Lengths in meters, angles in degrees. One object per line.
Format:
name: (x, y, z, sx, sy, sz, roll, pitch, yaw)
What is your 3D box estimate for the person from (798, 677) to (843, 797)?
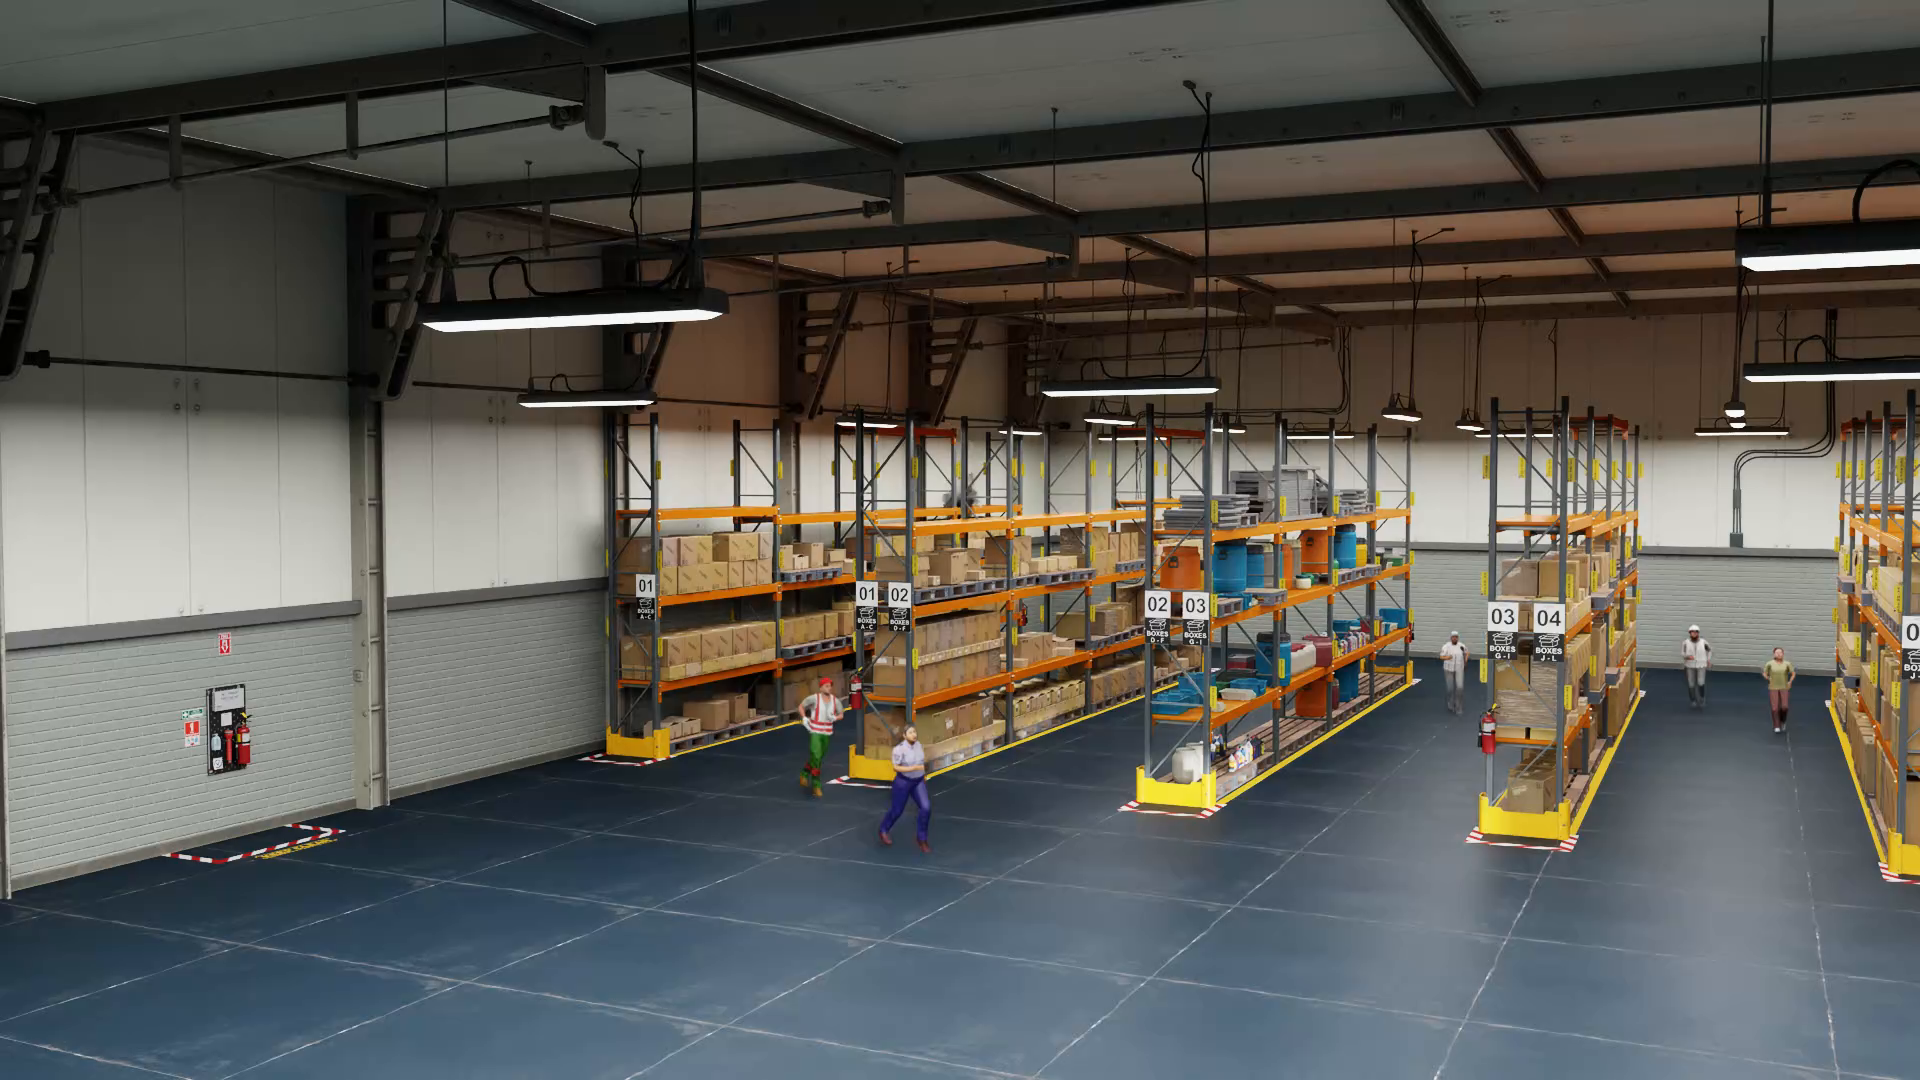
person: (-2.151, 3.044, 25.913, 0.672, 1.822, 0.858, -1, 3, -31)

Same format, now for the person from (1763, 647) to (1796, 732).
person: (15.560, 2.849, 31.595, 0.571, 1.626, 0.534, 1, 3, 26)

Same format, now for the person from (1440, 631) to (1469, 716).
person: (10.177, 2.731, 34.239, 0.588, 1.709, 0.735, 1, 2, 14)

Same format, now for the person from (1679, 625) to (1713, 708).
person: (15.405, 2.656, 34.810, 0.641, 1.737, 0.652, 1, 3, 26)

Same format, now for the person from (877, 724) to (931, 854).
person: (-0.692, 3.265, 21.930, 0.610, 1.696, 0.861, -2, 3, -37)
